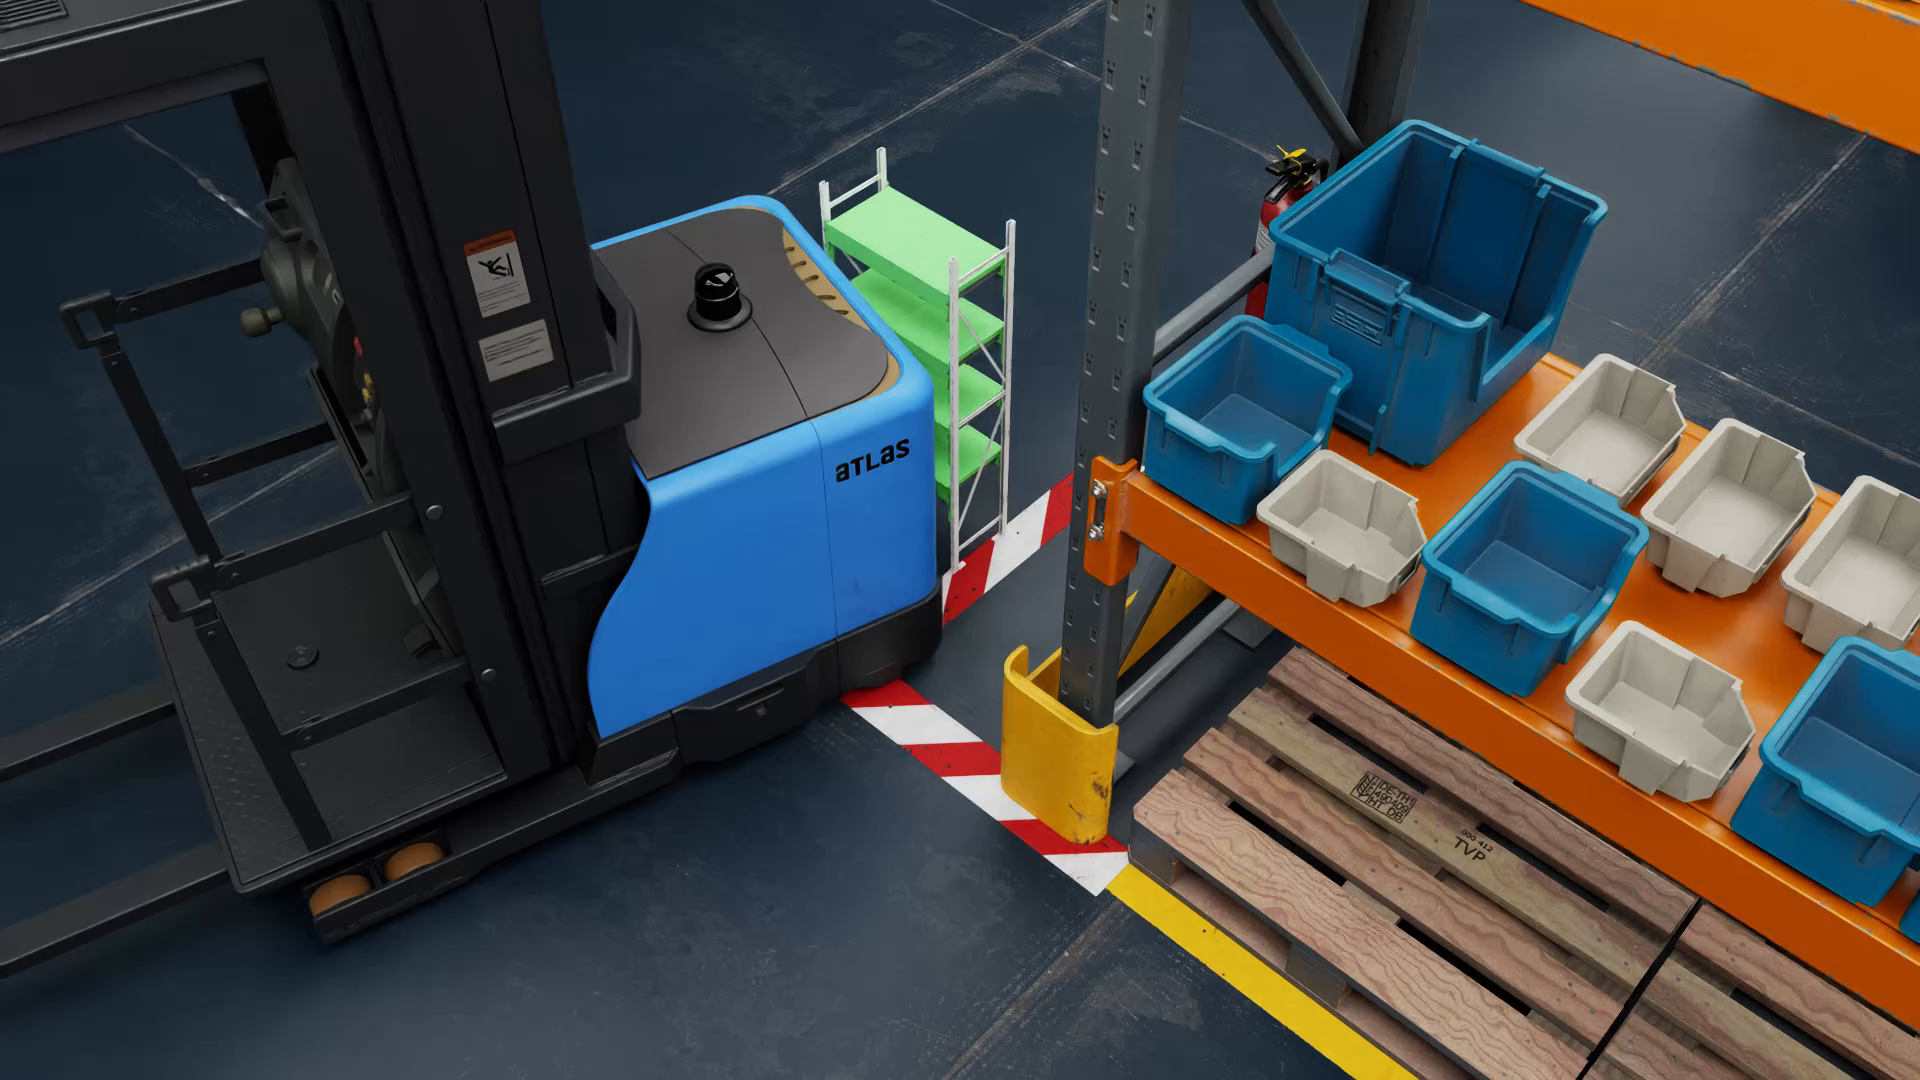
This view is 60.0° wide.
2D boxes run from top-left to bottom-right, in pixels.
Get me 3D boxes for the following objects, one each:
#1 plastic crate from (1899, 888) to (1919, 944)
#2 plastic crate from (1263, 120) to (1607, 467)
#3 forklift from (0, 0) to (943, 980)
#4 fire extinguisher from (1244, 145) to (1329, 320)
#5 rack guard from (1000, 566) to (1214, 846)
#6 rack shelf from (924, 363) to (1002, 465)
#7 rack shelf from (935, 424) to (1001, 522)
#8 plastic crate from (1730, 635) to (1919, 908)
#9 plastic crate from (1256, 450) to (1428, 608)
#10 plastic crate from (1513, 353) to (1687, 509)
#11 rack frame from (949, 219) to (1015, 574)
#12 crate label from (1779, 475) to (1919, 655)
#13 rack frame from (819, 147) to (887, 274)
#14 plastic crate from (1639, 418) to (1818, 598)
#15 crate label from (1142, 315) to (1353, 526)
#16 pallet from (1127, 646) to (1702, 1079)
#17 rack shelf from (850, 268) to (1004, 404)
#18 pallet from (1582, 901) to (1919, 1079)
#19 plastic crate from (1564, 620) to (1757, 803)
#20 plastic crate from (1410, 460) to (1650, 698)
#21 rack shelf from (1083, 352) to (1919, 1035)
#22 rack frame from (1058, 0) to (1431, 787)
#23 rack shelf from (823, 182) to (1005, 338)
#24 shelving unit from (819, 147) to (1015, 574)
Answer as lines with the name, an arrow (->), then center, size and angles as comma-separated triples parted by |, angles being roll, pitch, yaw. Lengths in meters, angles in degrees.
plastic crate -> 1.781, 0.558, 2.743 | 0.300, 0.233, 0.416 | 34, 55, 28
plastic crate -> 1.007, -0.544, 3.638 | 0.499, 0.435, 0.616 | 34, 55, 28
forklift -> -1.585, -0.427, 3.640 | 3.031, 2.935, 1.130 | -23, 51, -20
fire extinguisher -> 0.832, -0.741, 4.197 | 0.183, 0.674, 0.296 | 34, 55, 28
rack guard -> 0.608, 0.274, 4.650 | 0.348, 0.500, 1.175 | 34, 55, 28
rack shelf -> -0.118, -0.452, 4.937 | 0.480, 0.148, 0.258 | 35, 56, 28
rack shelf -> -0.118, -0.288, 5.113 | 0.480, 0.148, 0.258 | 35, 56, 28
plastic crate -> 1.560, 0.409, 2.882 | 0.300, 0.233, 0.416 | 34, 55, 28
plastic crate -> 0.772, -0.006, 3.338 | 0.298, 0.136, 0.250 | 34, 55, 28
plastic crate -> 1.357, -0.201, 3.521 | 0.243, 0.136, 0.396 | 34, 55, 28
rack frame -> 0.059, -0.372, 4.776 | 0.015, 1.200, 0.240 | 35, 56, 28
crate label -> 1.781, 0.075, 3.262 | 0.243, 0.136, 0.396 | 34, 55, 28
rack frame -> -0.295, -0.618, 5.005 | 0.015, 1.200, 0.240 | 35, 56, 28
plastic crate -> 1.560, -0.050, 3.379 | 0.243, 0.136, 0.396 | 34, 55, 28
crate label -> 0.593, -0.242, 3.493 | 0.303, 0.233, 0.416 | 34, 55, 28
pallet -> 1.214, 0.806, 4.348 | 1.213, 0.211, 1.003 | 34, 55, 28
rack shelf -> -0.118, -0.615, 4.762 | 0.480, 0.148, 0.258 | 35, 56, 28
pallet -> 2.106, 1.409, 3.782 | 1.213, 0.211, 1.003 | 34, 55, 28
plastic crate -> 1.271, 0.329, 3.023 | 0.298, 0.136, 0.250 | 34, 55, 28
plastic crate -> 1.076, 0.084, 3.188 | 0.300, 0.233, 0.416 | 34, 55, 28
rack shelf -> 2.104, 0.658, 3.068 | 4.000, 0.370, 1.077 | 34, 55, 28
rack frame -> 0.634, -0.577, 3.734 | 0.127, 3.000, 1.000 | 34, 55, 28
rack shelf -> -0.118, -0.779, 4.586 | 0.480, 0.148, 0.258 | 35, 56, 28
shelving unit -> -0.118, -0.495, 4.891 | 0.503, 1.200, 0.258 | 35, 56, 28
